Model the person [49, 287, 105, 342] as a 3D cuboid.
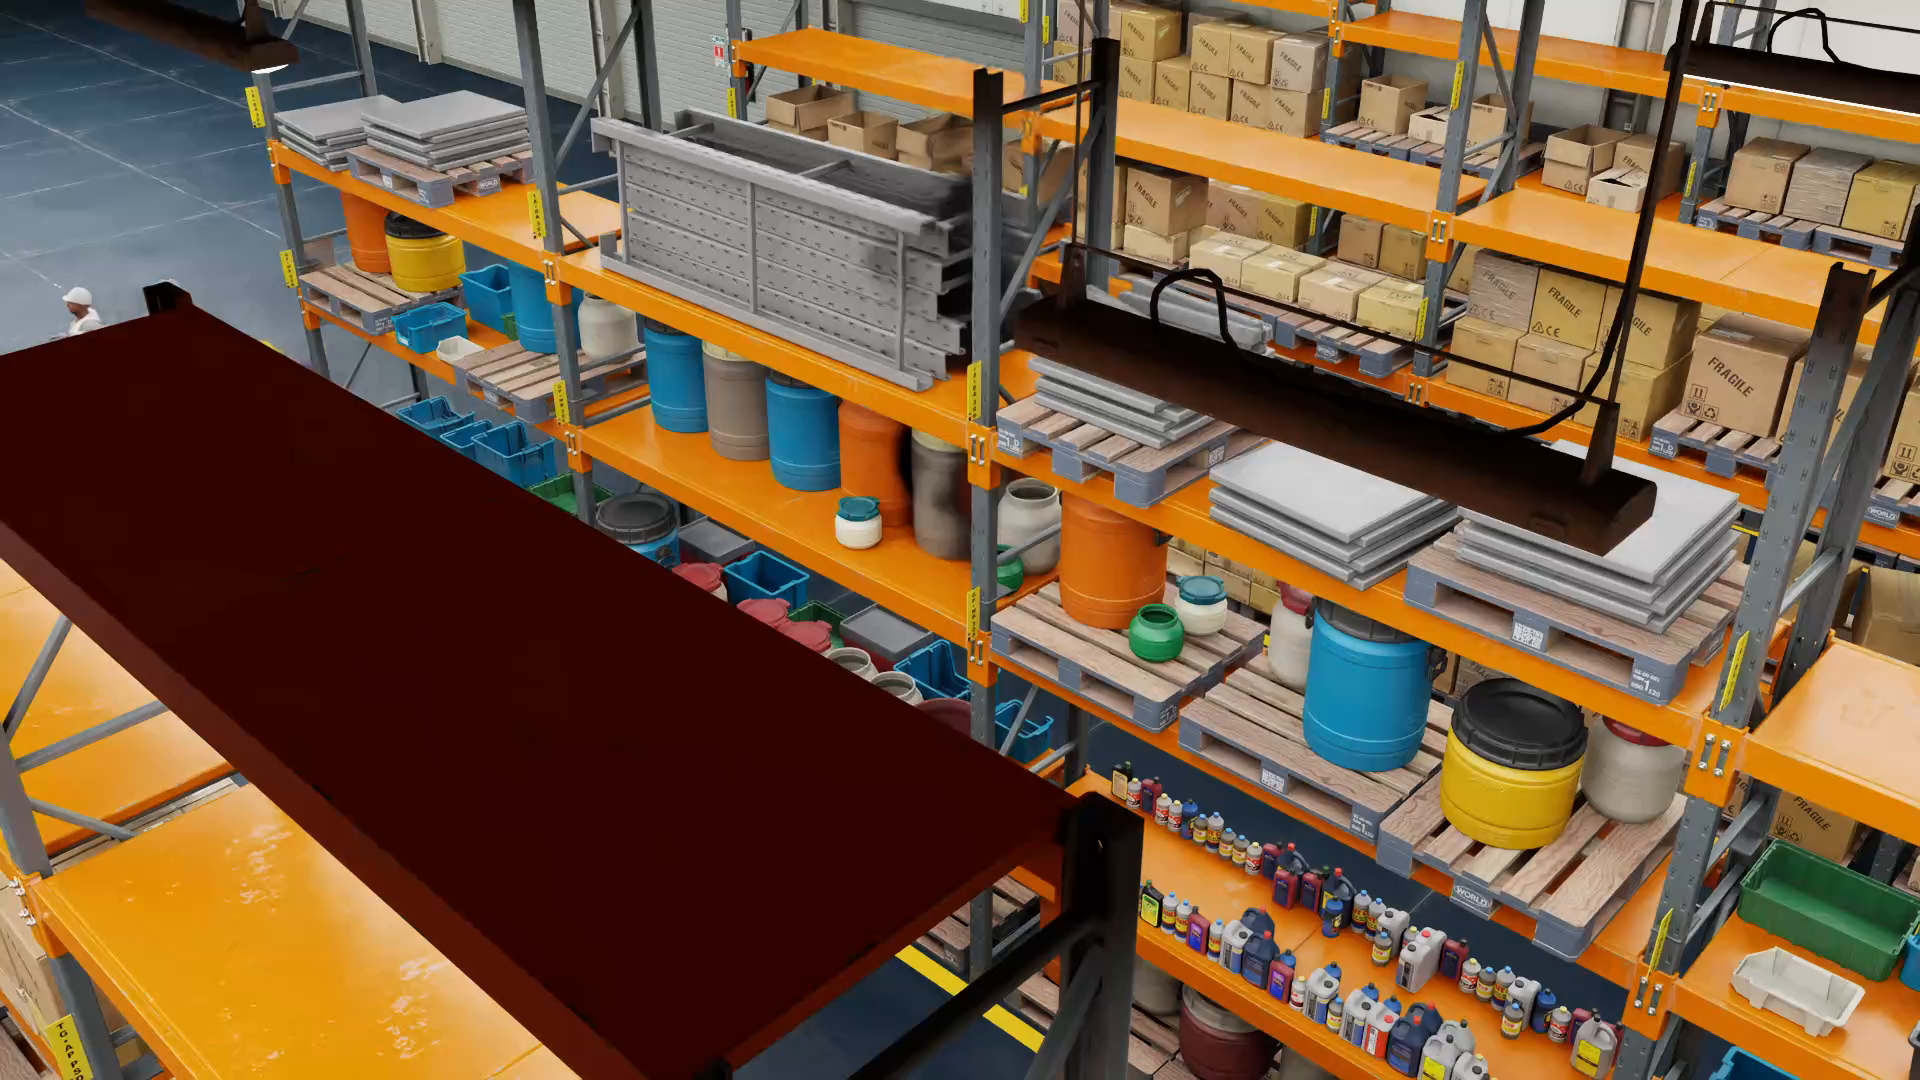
[{"bbox_3d":[-9.130,-1.810,17.586,0.938,1.800,0.674,-10,31,-18],"label":"person"}]
